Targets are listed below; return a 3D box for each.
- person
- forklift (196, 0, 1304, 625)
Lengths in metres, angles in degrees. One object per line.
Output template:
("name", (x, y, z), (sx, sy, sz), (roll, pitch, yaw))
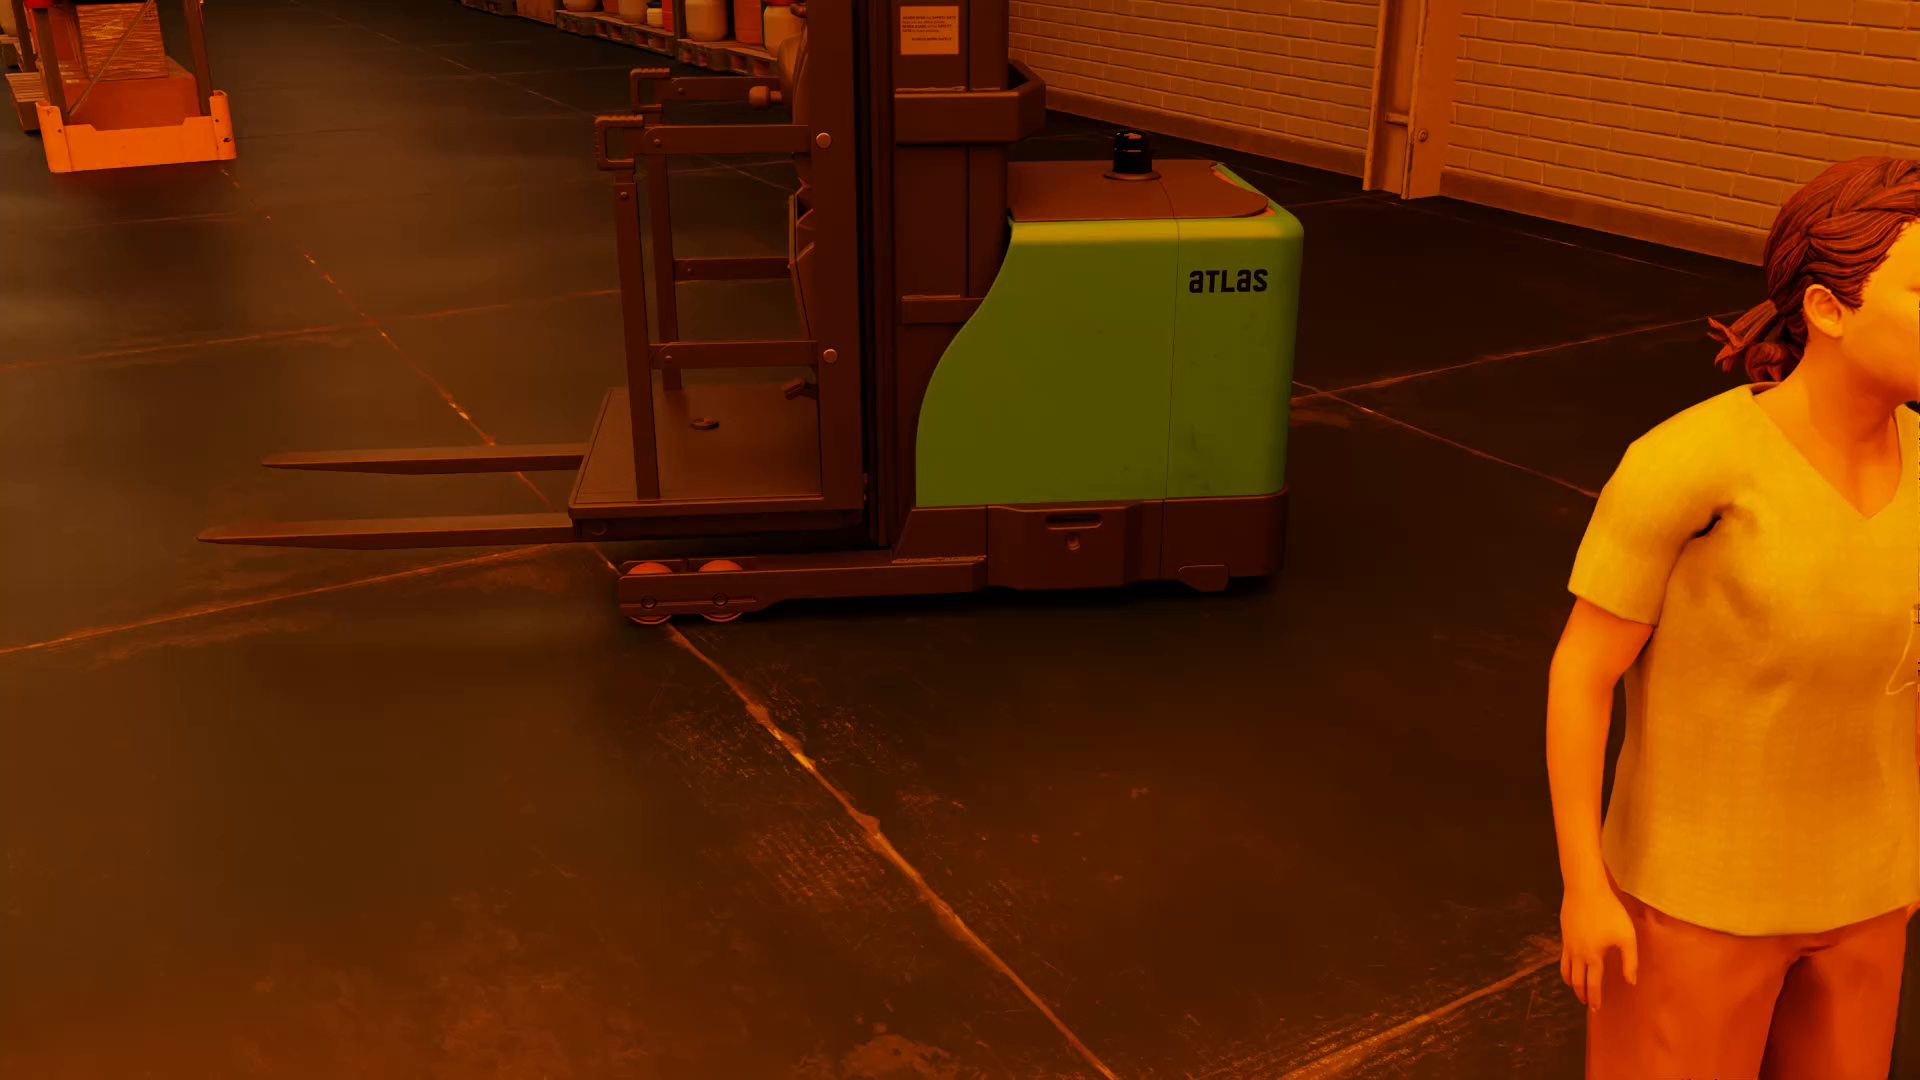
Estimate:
("person", (0.931, 0.427, 1.901), (0.538, 1.687, 0.482), (-6, 23, -13))
("forklift", (-0.619, -1.334, 4.524), (3.031, 2.935, 1.130), (-2, 22, -5))
